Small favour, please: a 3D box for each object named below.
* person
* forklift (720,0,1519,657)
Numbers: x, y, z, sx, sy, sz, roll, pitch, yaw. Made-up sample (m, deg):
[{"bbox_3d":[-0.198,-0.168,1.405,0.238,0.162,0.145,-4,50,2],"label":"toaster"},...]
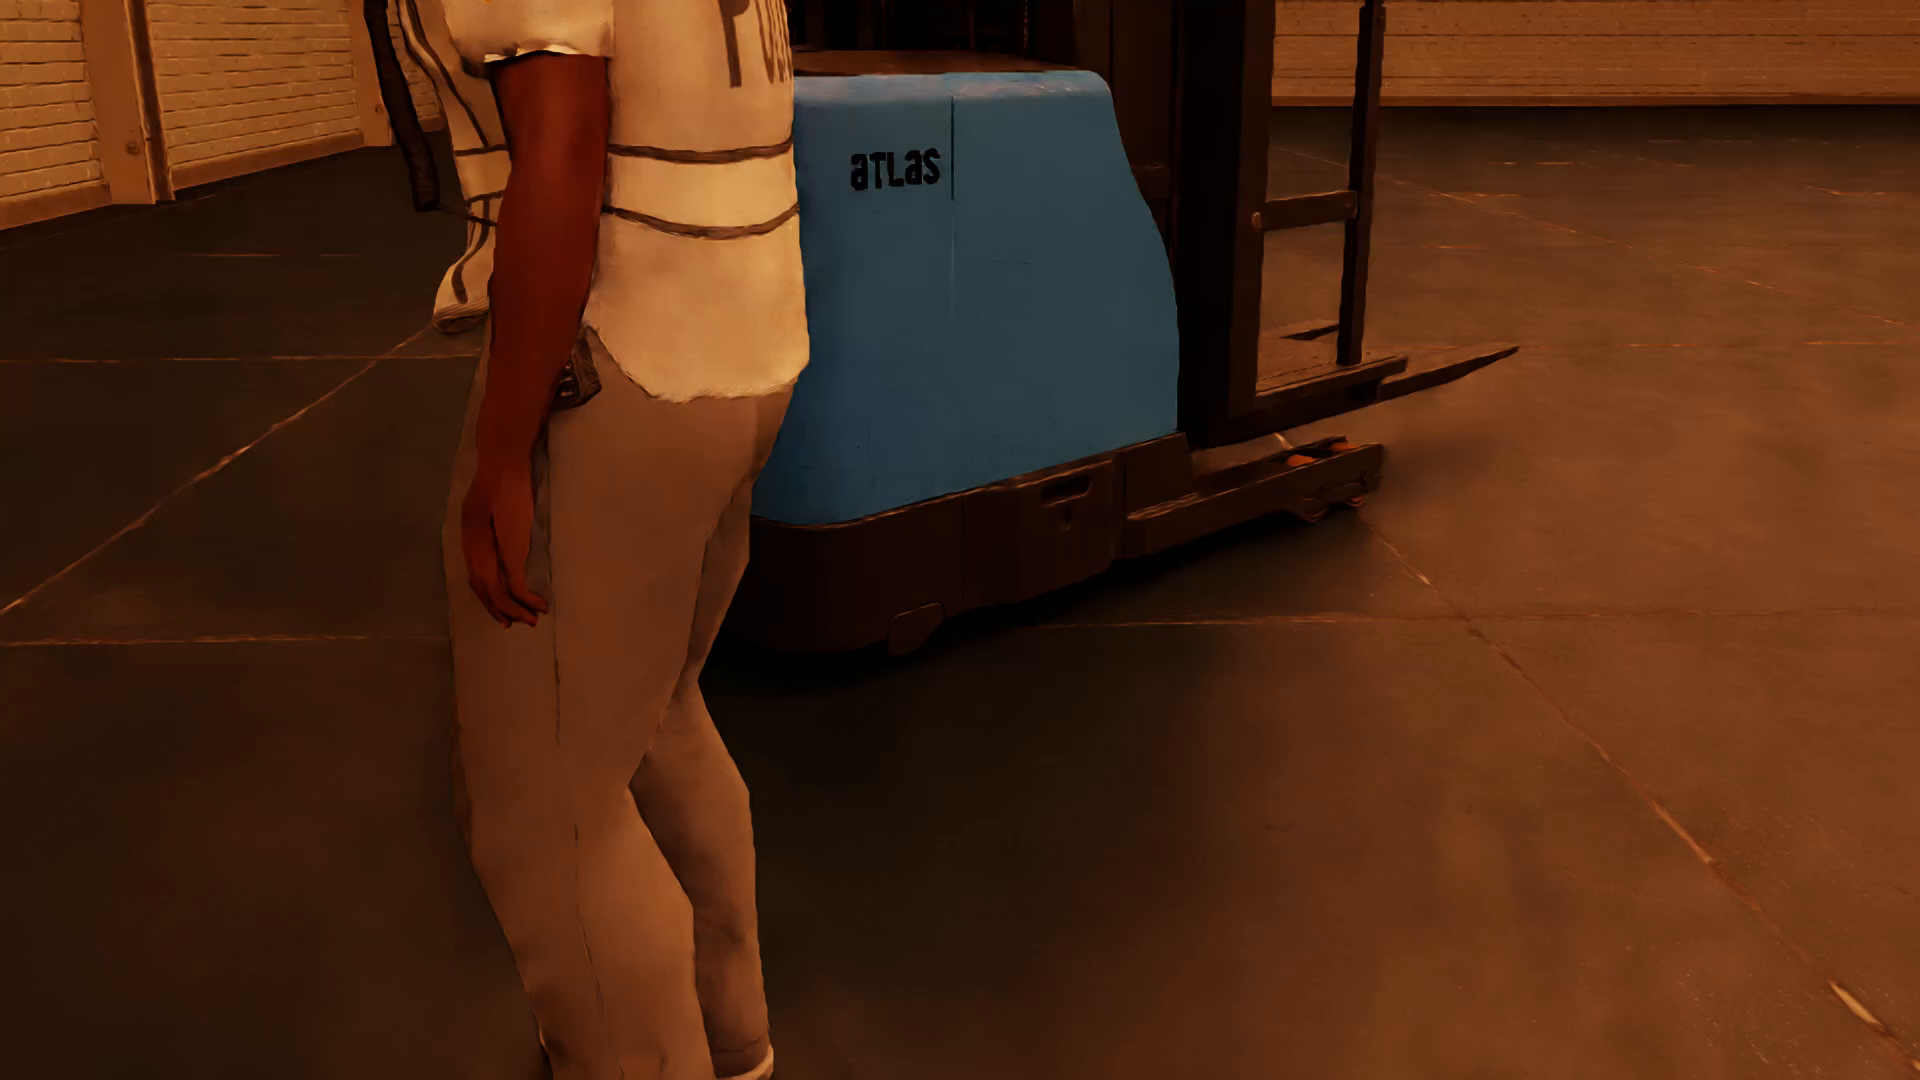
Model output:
[{"bbox_3d":[-0.338,-0.130,1.518,0.397,1.655,0.519,1,17,5],"label":"person"},{"bbox_3d":[0.421,-1.536,3.927,1.130,2.935,3.031,16,23,42],"label":"forklift"}]
